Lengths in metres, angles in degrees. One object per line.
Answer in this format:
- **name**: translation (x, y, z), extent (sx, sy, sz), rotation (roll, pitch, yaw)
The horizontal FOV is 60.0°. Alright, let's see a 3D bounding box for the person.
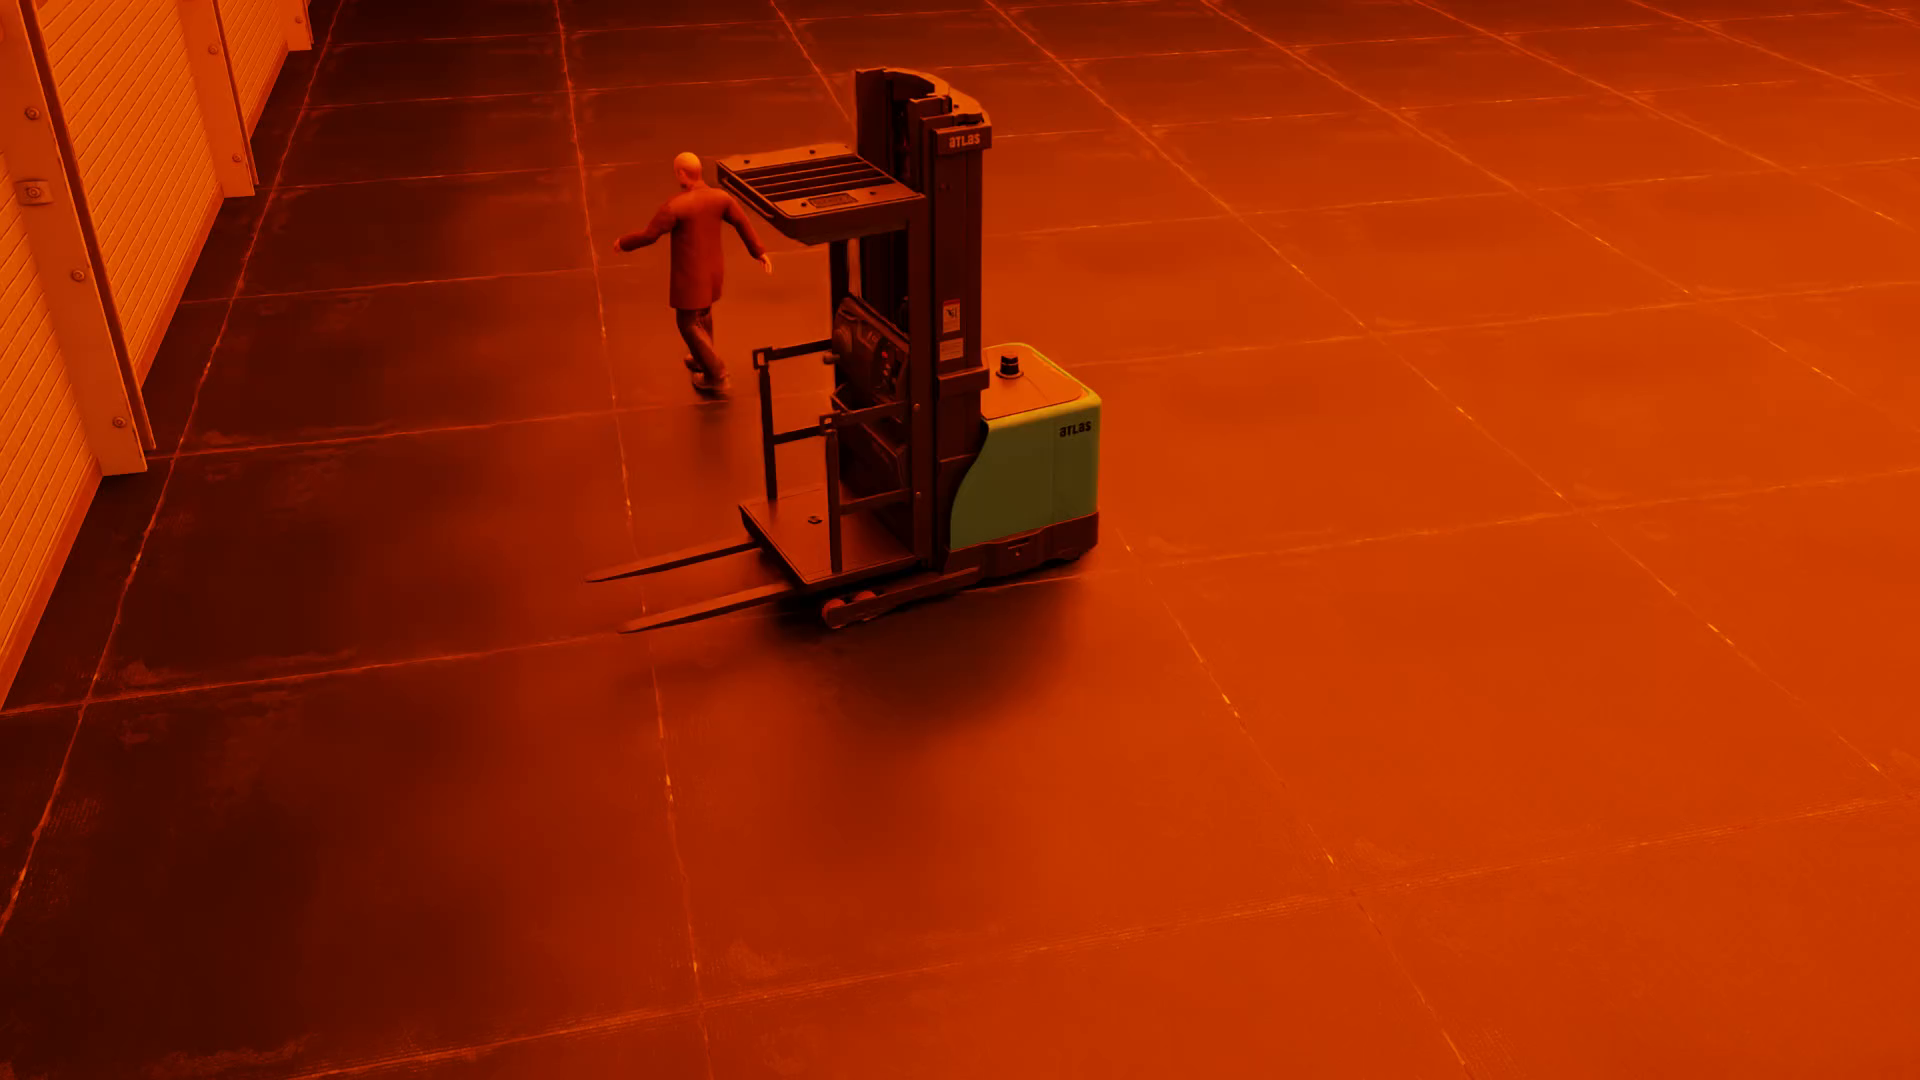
- **person**: translation (-1.912, -1.980, 12.184), extent (1.004, 1.759, 0.822), rotation (-26, 39, -37)

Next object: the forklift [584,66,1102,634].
- **forklift**: translation (-0.694, -1.059, 9.404), extent (3.031, 2.935, 1.130), rotation (-15, 33, -23)
